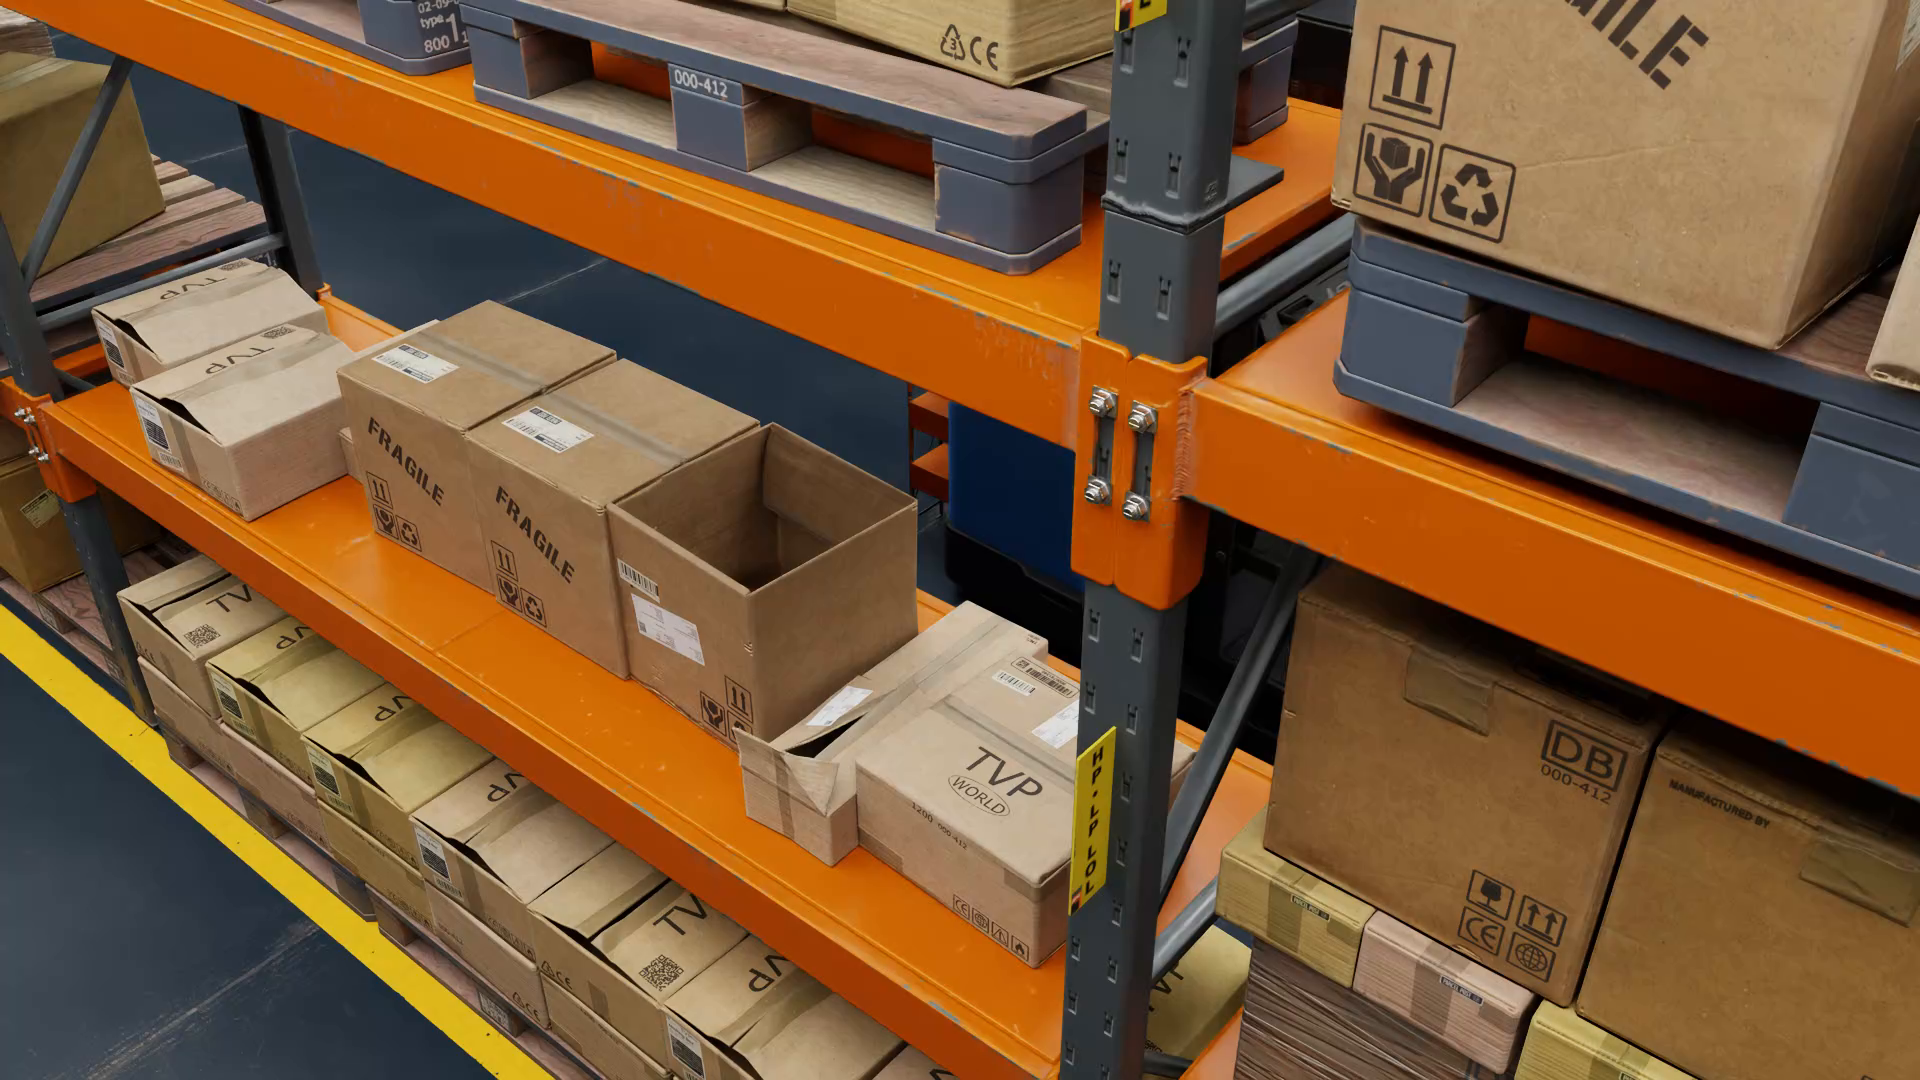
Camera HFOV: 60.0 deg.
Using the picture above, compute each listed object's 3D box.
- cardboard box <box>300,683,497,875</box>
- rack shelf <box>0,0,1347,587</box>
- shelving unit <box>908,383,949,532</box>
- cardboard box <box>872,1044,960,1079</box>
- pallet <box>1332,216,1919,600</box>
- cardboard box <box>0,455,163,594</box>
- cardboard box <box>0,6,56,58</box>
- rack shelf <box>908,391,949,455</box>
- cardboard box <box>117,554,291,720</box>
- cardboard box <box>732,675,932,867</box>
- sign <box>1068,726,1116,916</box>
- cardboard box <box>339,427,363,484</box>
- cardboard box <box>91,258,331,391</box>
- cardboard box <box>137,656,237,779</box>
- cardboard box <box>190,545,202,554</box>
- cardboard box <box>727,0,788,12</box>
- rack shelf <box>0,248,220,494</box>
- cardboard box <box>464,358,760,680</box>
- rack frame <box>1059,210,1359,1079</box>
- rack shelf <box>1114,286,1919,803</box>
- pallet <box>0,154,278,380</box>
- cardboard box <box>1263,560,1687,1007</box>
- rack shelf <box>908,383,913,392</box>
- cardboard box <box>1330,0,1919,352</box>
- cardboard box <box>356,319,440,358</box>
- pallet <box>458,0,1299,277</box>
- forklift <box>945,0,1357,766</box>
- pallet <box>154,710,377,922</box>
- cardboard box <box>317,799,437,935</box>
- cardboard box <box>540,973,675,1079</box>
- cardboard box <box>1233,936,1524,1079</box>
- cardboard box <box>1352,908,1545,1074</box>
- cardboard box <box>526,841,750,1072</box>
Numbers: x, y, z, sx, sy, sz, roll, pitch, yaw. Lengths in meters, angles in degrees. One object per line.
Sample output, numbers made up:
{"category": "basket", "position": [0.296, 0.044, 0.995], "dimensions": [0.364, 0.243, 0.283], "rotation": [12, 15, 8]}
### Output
{"category": "cardboard box", "position": [-1.518, 0.604, 4.783], "dimensions": [0.500, 0.311, 0.500], "rotation": [24, 41, 31]}
{"category": "rack shelf", "position": [-0.996, -1.030, 3.587], "dimensions": [4.000, 0.370, 1.077], "rotation": [25, 42, 32]}
{"category": "shelving unit", "position": [-0.041, -0.452, 6.481], "dimensions": [0.252, 1.050, 0.215], "rotation": [25, 42, 32]}
{"category": "cardboard box", "position": [0.047, 1.341, 3.710], "dimensions": [0.500, 0.311, 0.500], "rotation": [25, 42, 32]}
{"category": "pallet", "position": [1.214, -0.268, 1.920], "dimensions": [1.213, 0.211, 1.003], "rotation": [25, 42, 32]}
{"category": "cardboard box", "position": [-3.402, -0.202, 6.215], "dimensions": [0.500, 0.500, 0.500], "rotation": [27, 43, 34]}
{"category": "cardboard box", "position": [-3.669, -1.623, 6.004], "dimensions": [0.700, 0.500, 0.500], "rotation": [-25, 42, -31]}
{"category": "rack shelf", "position": [-0.041, -0.443, 6.487], "dimensions": [0.240, 0.259, 0.215], "rotation": [25, 42, 32]}
{"category": "cardboard box", "position": [-2.318, 0.232, 5.325], "dimensions": [0.500, 0.311, 0.500], "rotation": [27, 43, 33]}
{"category": "cardboard box", "position": [-0.252, 0.451, 3.563], "dimensions": [0.258, 0.266, 0.396], "rotation": [24, 41, 31]}
{"category": "sign", "position": [0.202, 0.429, 2.523], "dimensions": [0.005, 0.325, 0.100], "rotation": [25, 42, 32]}
{"category": "cardboard box", "position": [-1.517, -0.274, 4.721], "dimensions": [0.250, 0.149, 0.380], "rotation": [29, 44, 35]}
{"category": "cardboard box", "position": [-2.281, -0.627, 5.093], "dimensions": [0.500, 0.311, 0.500], "rotation": [28, 43, 35]}
{"category": "cardboard box", "position": [-2.318, 0.463, 5.484], "dimensions": [0.500, 0.250, 0.500], "rotation": [25, 42, 32]}
{"category": "cardboard box", "position": [-2.700, -0.255, 6.291], "dimensions": [0.500, 0.500, 0.500], "rotation": [27, 43, 34]}
{"category": "cardboard box", "position": [-0.350, -1.139, 2.871], "dimensions": [0.500, 0.250, 0.500], "rotation": [21, 40, 28]}
{"category": "rack shelf", "position": [-4.070, -1.243, 6.545], "dimensions": [4.000, 0.370, 1.077], "rotation": [25, 42, 32]}
{"category": "cardboard box", "position": [-0.828, -0.065, 4.106], "dimensions": [0.500, 0.500, 0.500], "rotation": [25, 42, 32]}
{"category": "rack frame", "position": [0.541, 0.634, 3.177], "dimensions": [0.127, 3.000, 1.000], "rotation": [25, 42, 32]}
{"category": "rack shelf", "position": [2.079, 0.418, 1.477], "dimensions": [4.000, 0.370, 1.077], "rotation": [25, 42, 32]}
{"category": "pallet", "position": [-3.098, -0.951, 5.654], "dimensions": [1.003, 0.211, 1.213], "rotation": [25, 42, 32]}
{"category": "cardboard box", "position": [0.887, 0.216, 2.552], "dimensions": [0.500, 0.500, 0.700], "rotation": [25, 42, 32]}
{"category": "rack shelf", "position": [-0.041, -0.677, 6.326], "dimensions": [0.240, 0.259, 0.215], "rotation": [25, 42, 32]}
{"category": "cardboard box", "position": [0.760, -0.577, 1.708], "dimensions": [0.500, 0.500, 0.500], "rotation": [29, 44, 35]}
{"category": "cardboard box", "position": [-1.665, -0.506, 5.059], "dimensions": [0.250, 0.149, 0.380], "rotation": [25, 42, 32]}
{"category": "pallet", "position": [-0.145, -0.837, 2.839], "dimensions": [1.217, 0.209, 0.805], "rotation": [23, 41, 30]}
{"category": "forklift", "position": [1.373, -0.674, 5.142], "dimensions": [3.031, 2.935, 1.130], "rotation": [27, 43, 34]}
{"category": "pallet", "position": [-1.925, 0.650, 5.617], "dimensions": [1.213, 0.211, 1.003], "rotation": [25, 42, 32]}
{"category": "cardboard box", "position": [-1.528, 0.830, 4.949], "dimensions": [0.500, 0.250, 0.500], "rotation": [24, 41, 31]}
{"category": "cardboard box", "position": [-0.744, 1.201, 4.409], "dimensions": [0.500, 0.250, 0.500], "rotation": [26, 42, 33]}
{"category": "cardboard box", "position": [0.887, 0.751, 2.919], "dimensions": [0.500, 0.500, 0.700], "rotation": [24, 41, 31]}
{"category": "cardboard box", "position": [0.817, 0.598, 2.569], "dimensions": [0.250, 0.149, 0.380], "rotation": [26, 42, 32]}
{"category": "cardboard box", "position": [-0.739, 0.974, 4.245], "dimensions": [0.500, 0.311, 0.500], "rotation": [25, 42, 32]}
